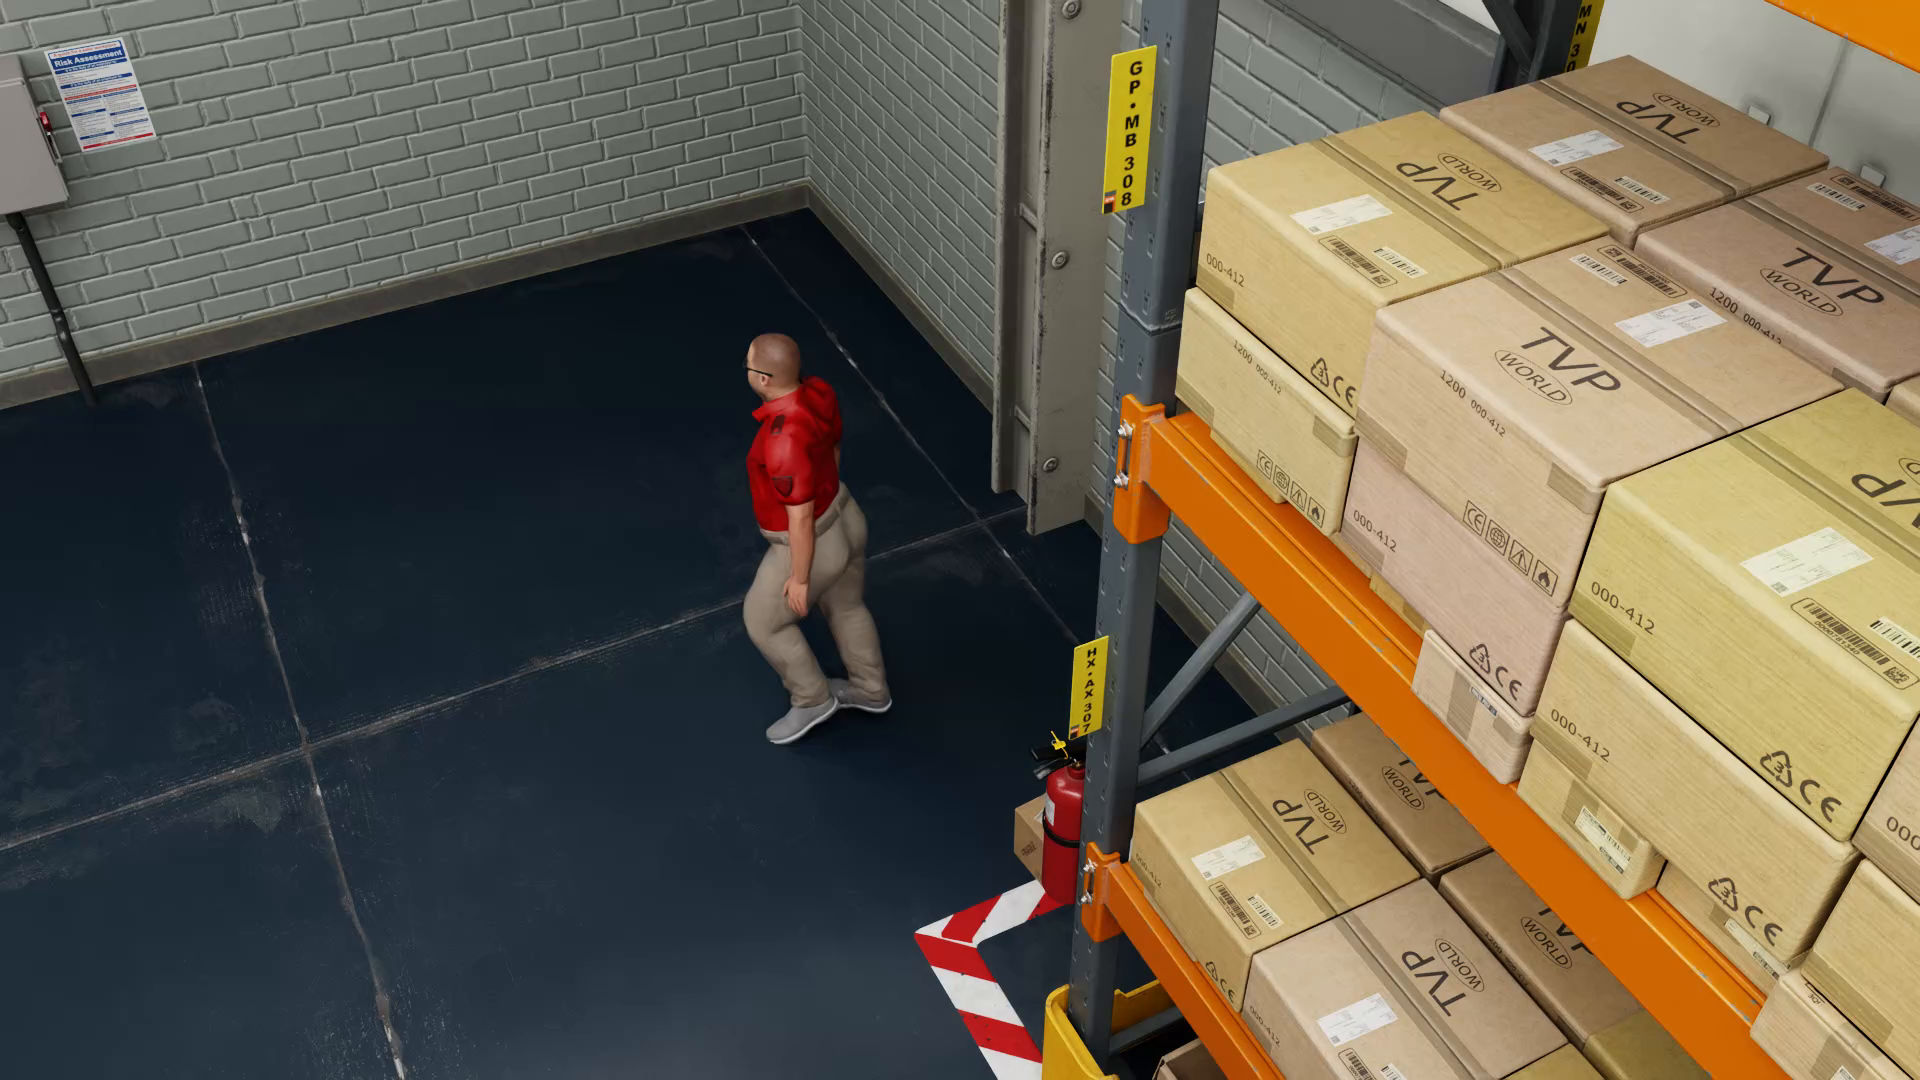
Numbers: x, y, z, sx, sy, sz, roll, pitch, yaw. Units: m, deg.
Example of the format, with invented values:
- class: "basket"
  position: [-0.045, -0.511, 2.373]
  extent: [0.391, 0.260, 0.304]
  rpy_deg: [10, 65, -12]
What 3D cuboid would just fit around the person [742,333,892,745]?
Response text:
- class: "person"
  position: [-0.525, 0.019, 6.171]
  extent: [0.515, 1.753, 0.600]
  rpy_deg: [12, 42, 14]
